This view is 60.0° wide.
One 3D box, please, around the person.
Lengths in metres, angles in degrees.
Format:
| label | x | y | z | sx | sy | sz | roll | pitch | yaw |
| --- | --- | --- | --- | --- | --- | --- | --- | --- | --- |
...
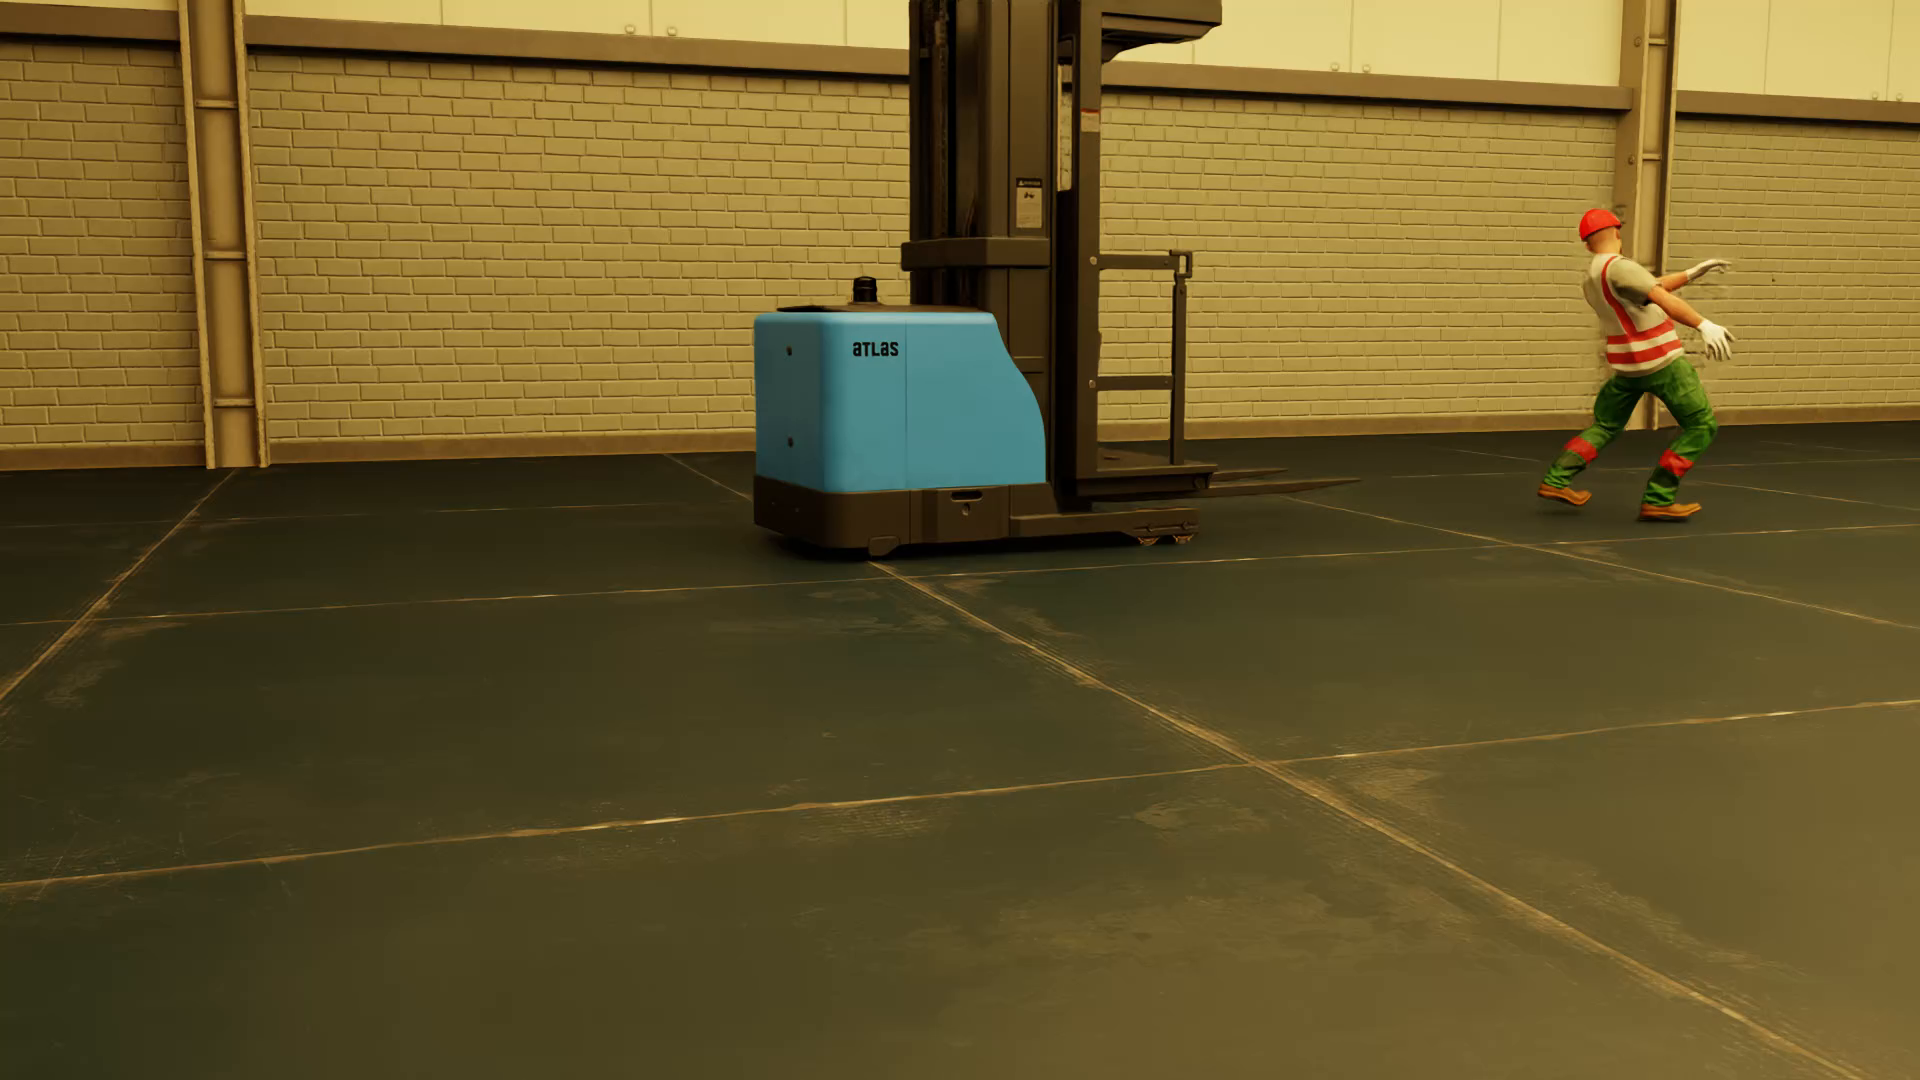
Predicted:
| label | x | y | z | sx | sy | sz | roll | pitch | yaw |
| --- | --- | --- | --- | --- | --- | --- | --- | --- | --- |
| person | 3.640 | -0.919 | 8.632 | 0.853 | 1.594 | 0.916 | -2 | 8 | -16 |

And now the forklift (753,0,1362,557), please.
| label | x | y | z | sx | sy | sz | roll | pitch | yaw |
| --- | --- | --- | --- | --- | --- | --- | --- | --- | --- |
| forklift | 0.567 | -1.493 | 8.023 | 3.031 | 2.935 | 1.130 | -4 | 9 | -26 |
